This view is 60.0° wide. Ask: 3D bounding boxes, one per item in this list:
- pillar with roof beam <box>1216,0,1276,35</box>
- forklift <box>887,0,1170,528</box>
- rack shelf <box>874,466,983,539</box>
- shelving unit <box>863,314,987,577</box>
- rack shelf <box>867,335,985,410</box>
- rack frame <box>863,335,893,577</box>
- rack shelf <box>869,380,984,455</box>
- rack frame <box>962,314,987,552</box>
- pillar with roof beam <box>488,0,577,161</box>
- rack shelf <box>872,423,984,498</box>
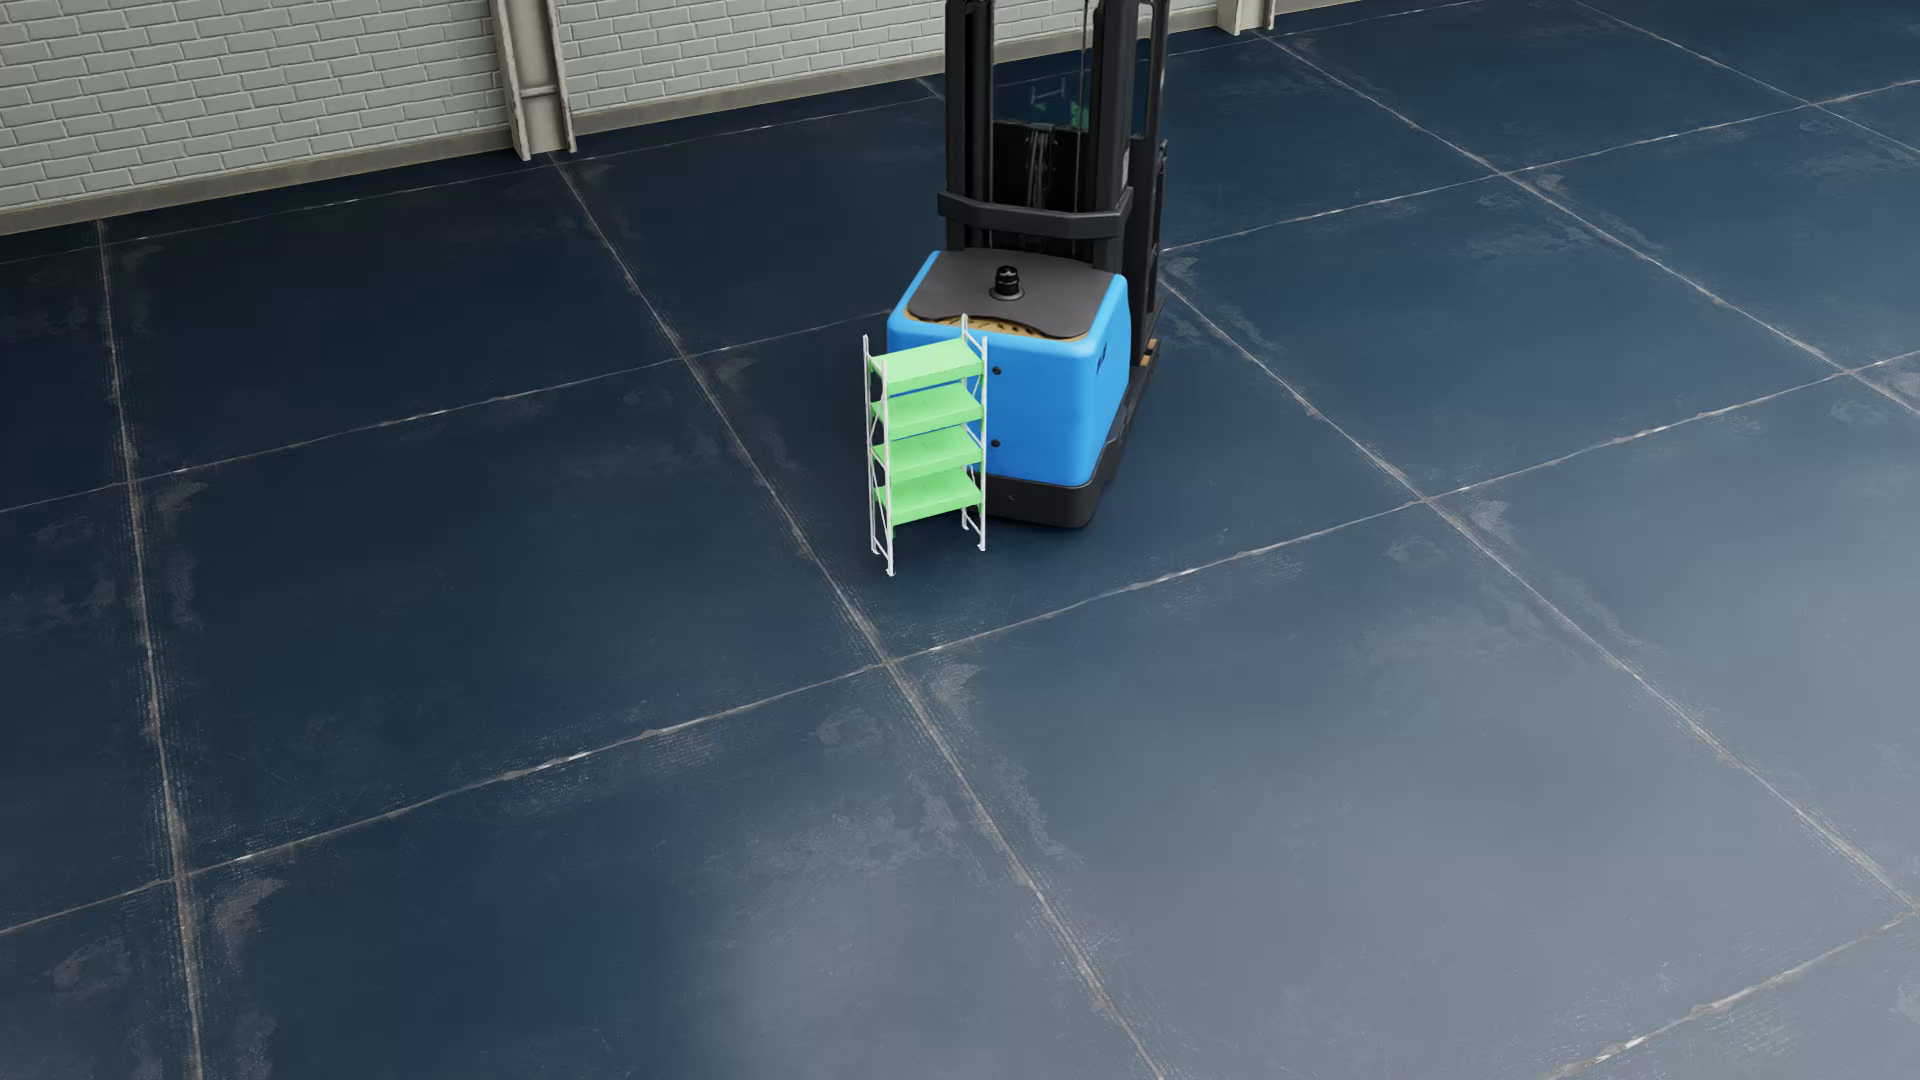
[{"bbox_3d":[4.243,-5.660,8.327,0.400,9.000,9.100,-16,39,-20],"label":"pillar with roof beam"},{"bbox_3d":[0.531,-2.117,8.644,1.130,2.935,3.031,10,38,13],"label":"forklift"},{"bbox_3d":[-0.157,-0.187,8.005,0.480,0.148,0.258,-15,39,-19],"label":"rack shelf"},{"bbox_3d":[-0.157,-0.431,7.824,0.503,1.200,0.258,-15,39,-19],"label":"shelving unit"},{"bbox_3d":[-0.157,-0.765,7.576,0.480,0.148,0.258,-15,39,-19],"label":"rack shelf"},{"bbox_3d":[-0.379,-0.372,7.744,0.015,1.200,0.240,-15,39,-19],"label":"rack frame"},{"bbox_3d":[-0.157,-0.573,7.719,0.480,0.148,0.258,-15,39,-19],"label":"rack shelf"},{"bbox_3d":[0.065,-0.491,7.905,0.015,1.200,0.240,-15,39,-19],"label":"rack frame"},{"bbox_3d":[-1.188,-4.141,6.280,0.400,9.000,9.100,-16,39,-20],"label":"pillar with roof beam"},{"bbox_3d":[-0.157,-0.380,7.862,0.480,0.148,0.258,-15,39,-19],"label":"rack shelf"}]
